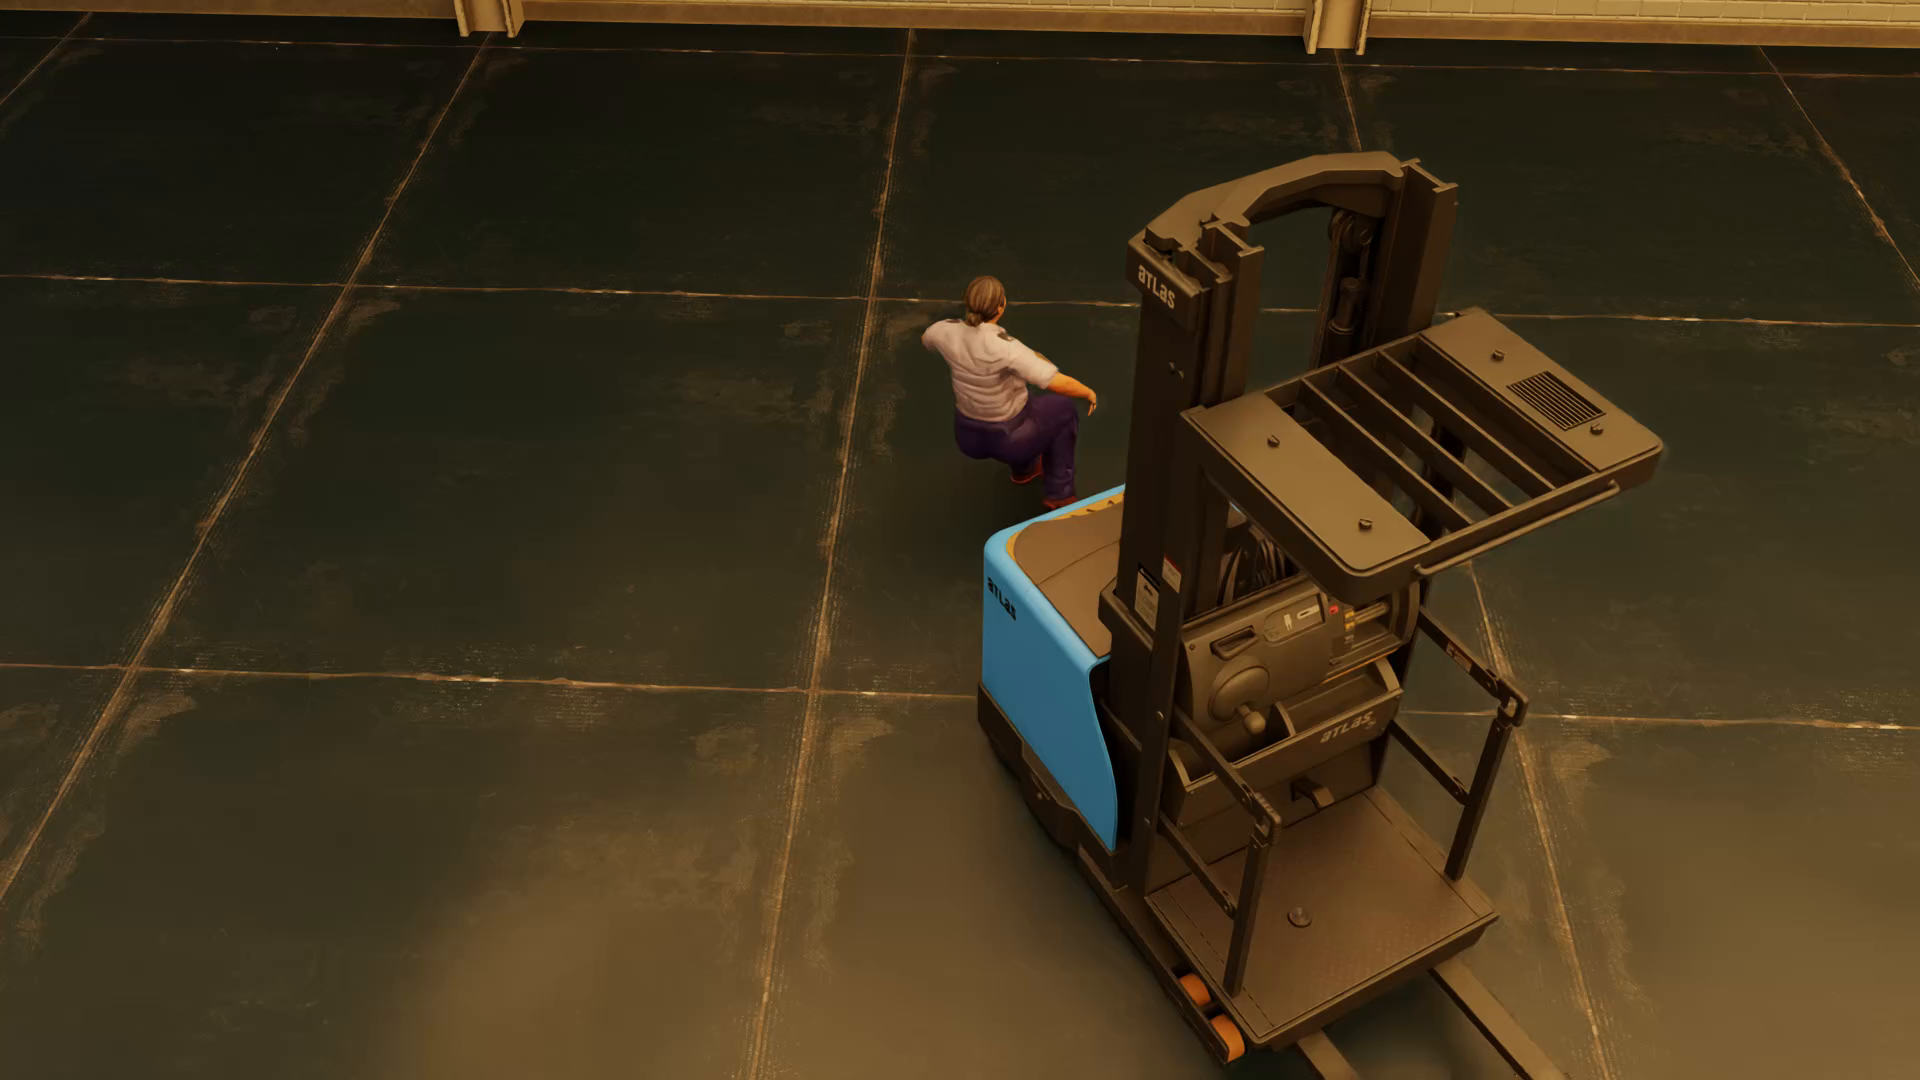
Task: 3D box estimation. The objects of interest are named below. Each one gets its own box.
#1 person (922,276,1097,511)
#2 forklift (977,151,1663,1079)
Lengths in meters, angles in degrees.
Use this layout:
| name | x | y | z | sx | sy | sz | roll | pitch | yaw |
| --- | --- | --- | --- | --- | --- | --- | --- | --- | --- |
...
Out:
| name | x | y | z | sx | sy | sz | roll | pitch | yaw |
| --- | --- | --- | --- | --- | --- | --- | --- | --- | --- |
| person | 0.258 | -0.705 | 7.647 | 0.826 | 1.420 | 0.791 | 18 | 45 | 19 |
| forklift | 1.230 | 0.408 | 5.295 | 1.130 | 2.935 | 3.031 | -21 | 46 | -21 |
